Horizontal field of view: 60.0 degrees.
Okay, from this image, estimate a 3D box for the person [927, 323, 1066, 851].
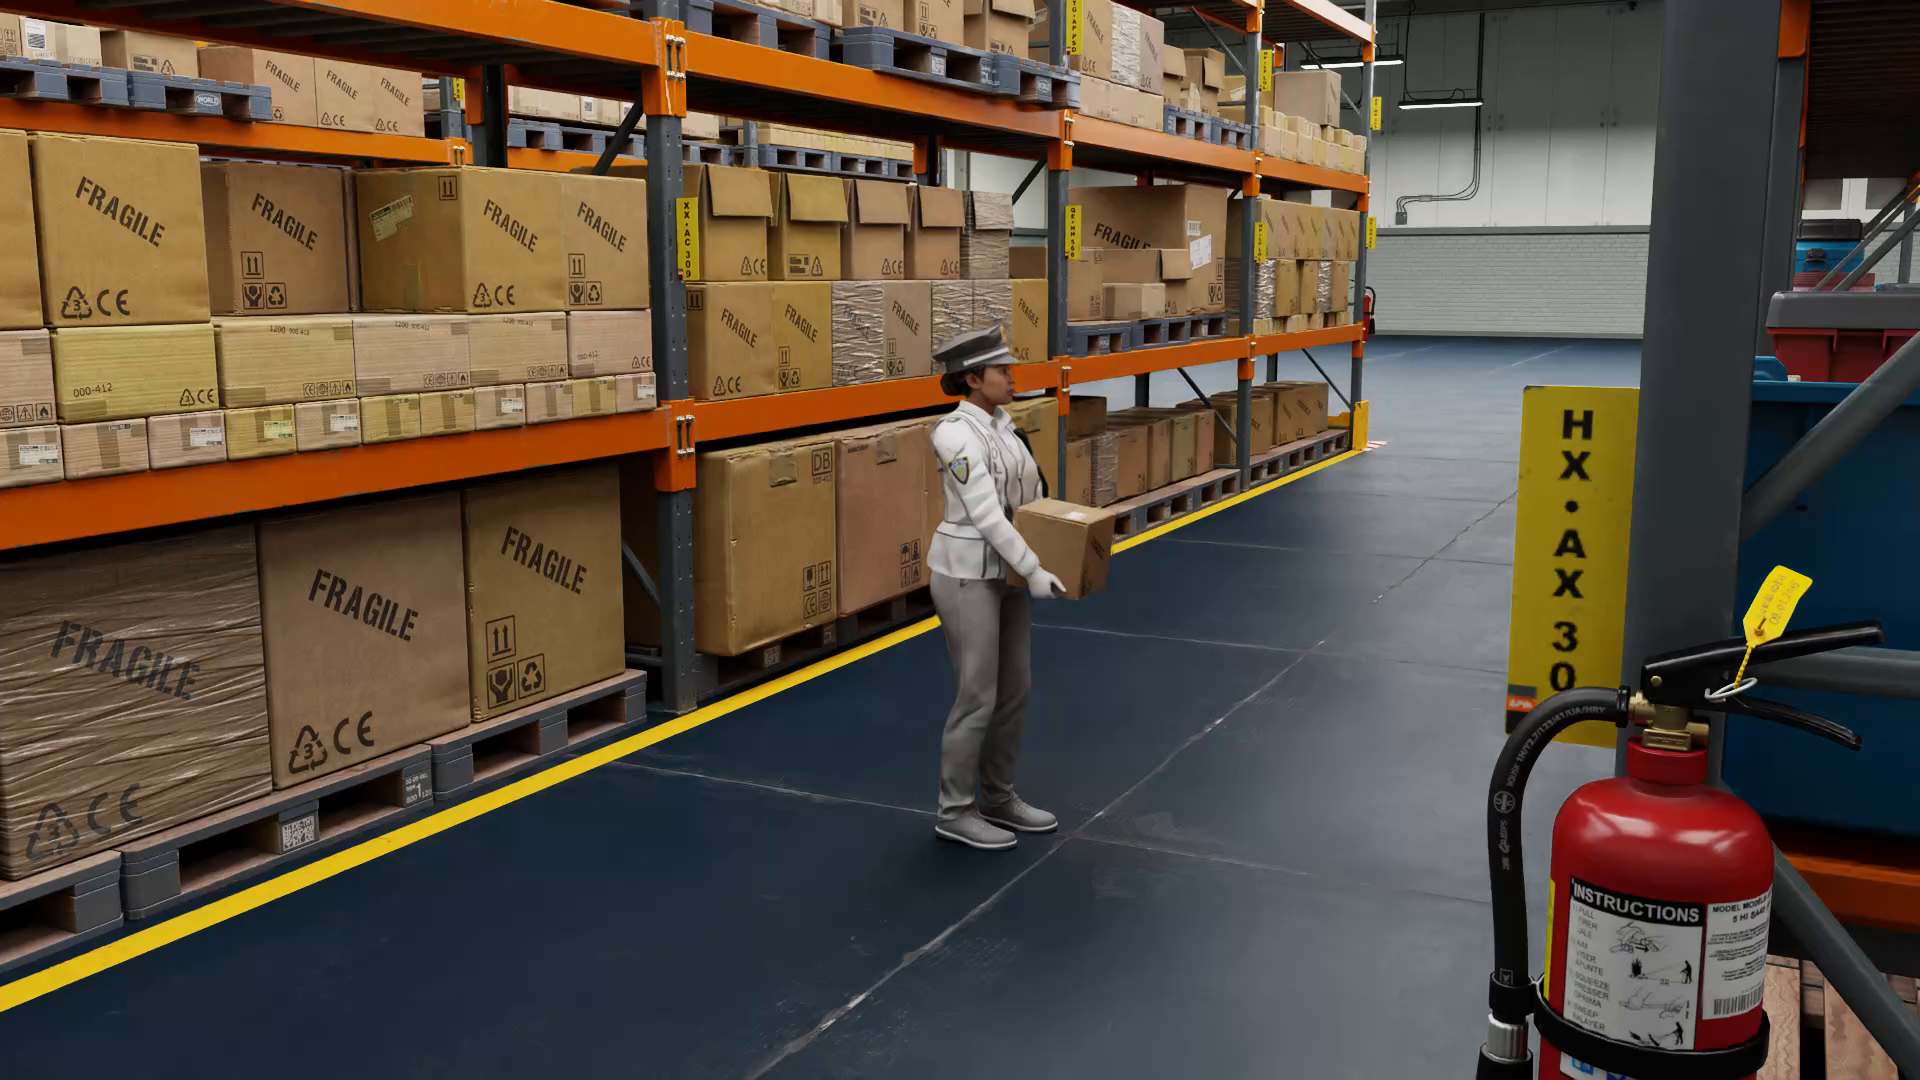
[{"bbox_3d":[0.157,0.148,5.398,0.515,1.691,0.434,4,10,25],"label":"person"}]
